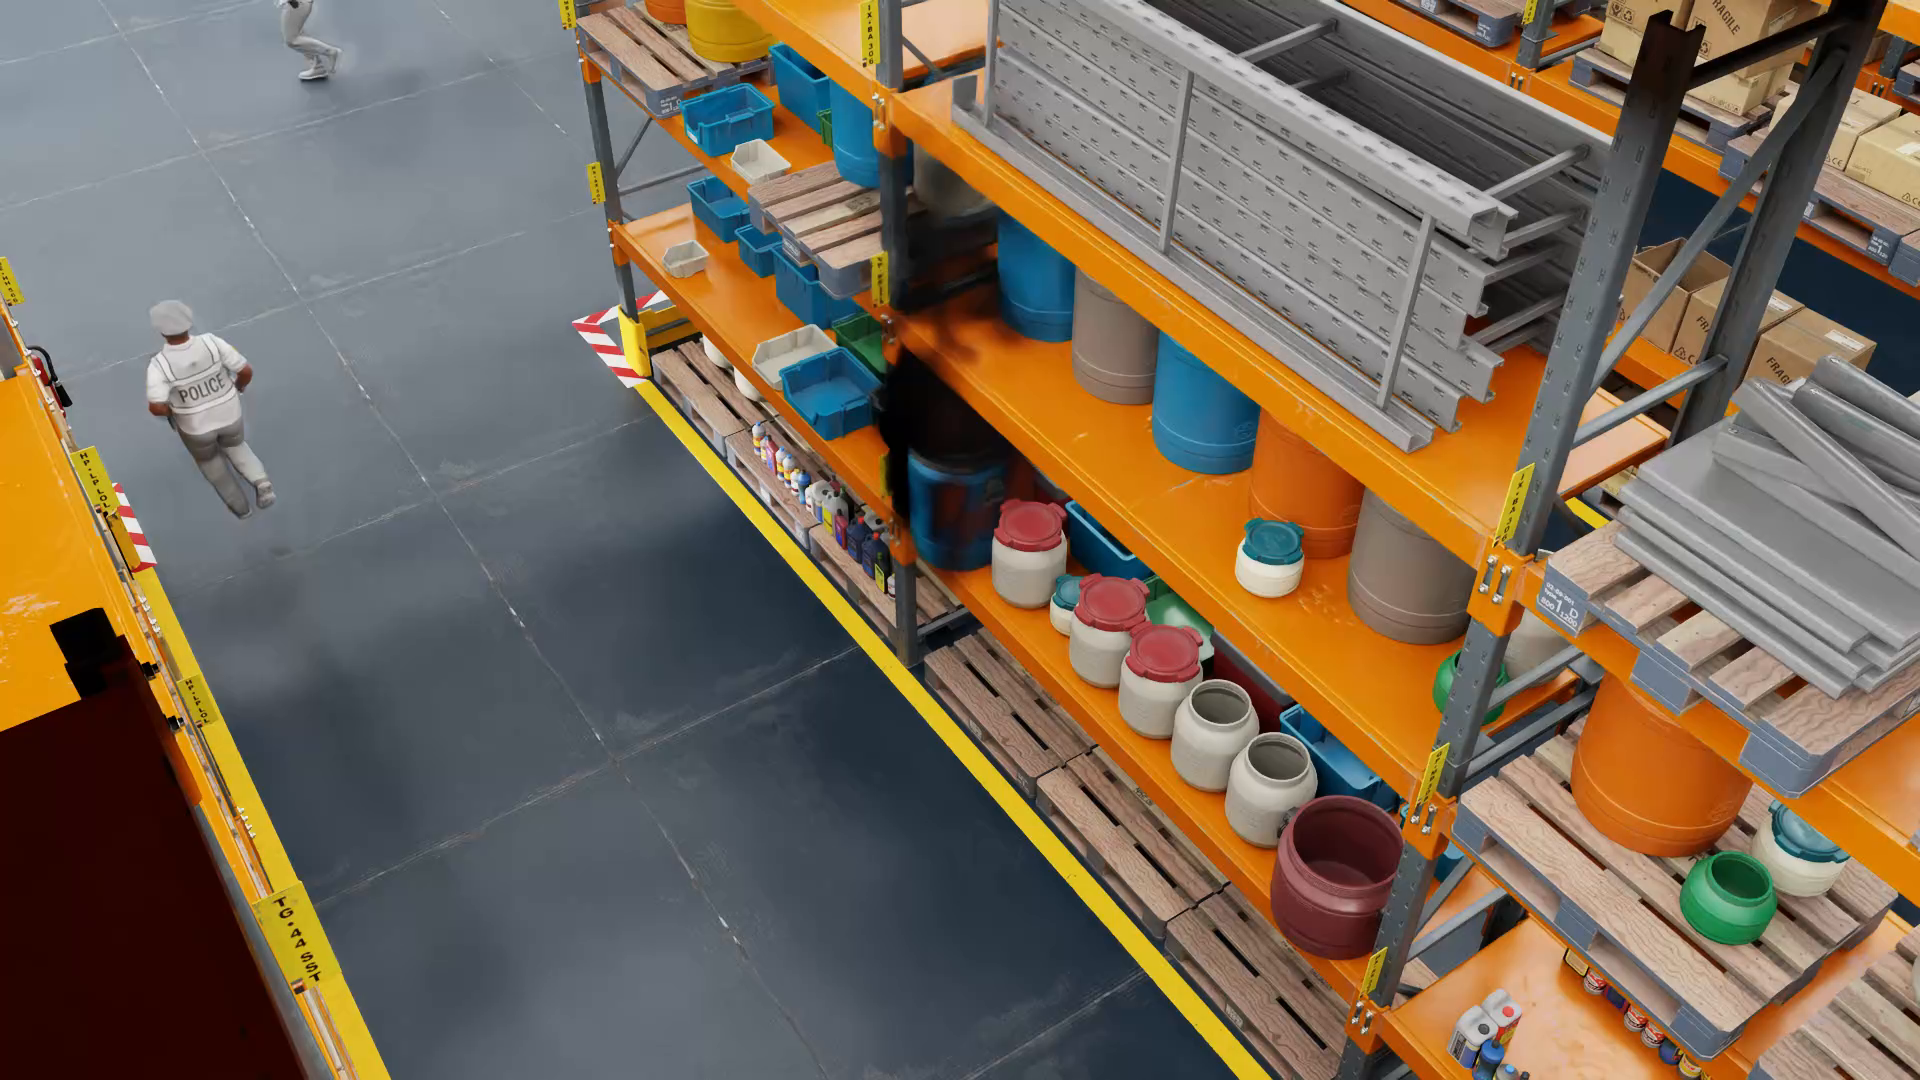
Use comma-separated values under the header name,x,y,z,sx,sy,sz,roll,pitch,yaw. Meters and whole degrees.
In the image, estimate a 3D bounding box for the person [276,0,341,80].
name,x,y,z,sx,sy,sz,roll,pitch,yaw
person,-6.494,-5.302,16.303,0.560,1.648,0.612,-8,43,-8

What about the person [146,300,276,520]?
name,x,y,z,sx,sy,sz,roll,pitch,yaw
person,-4.930,-0.806,10.936,0.672,1.758,0.602,-31,51,-29
